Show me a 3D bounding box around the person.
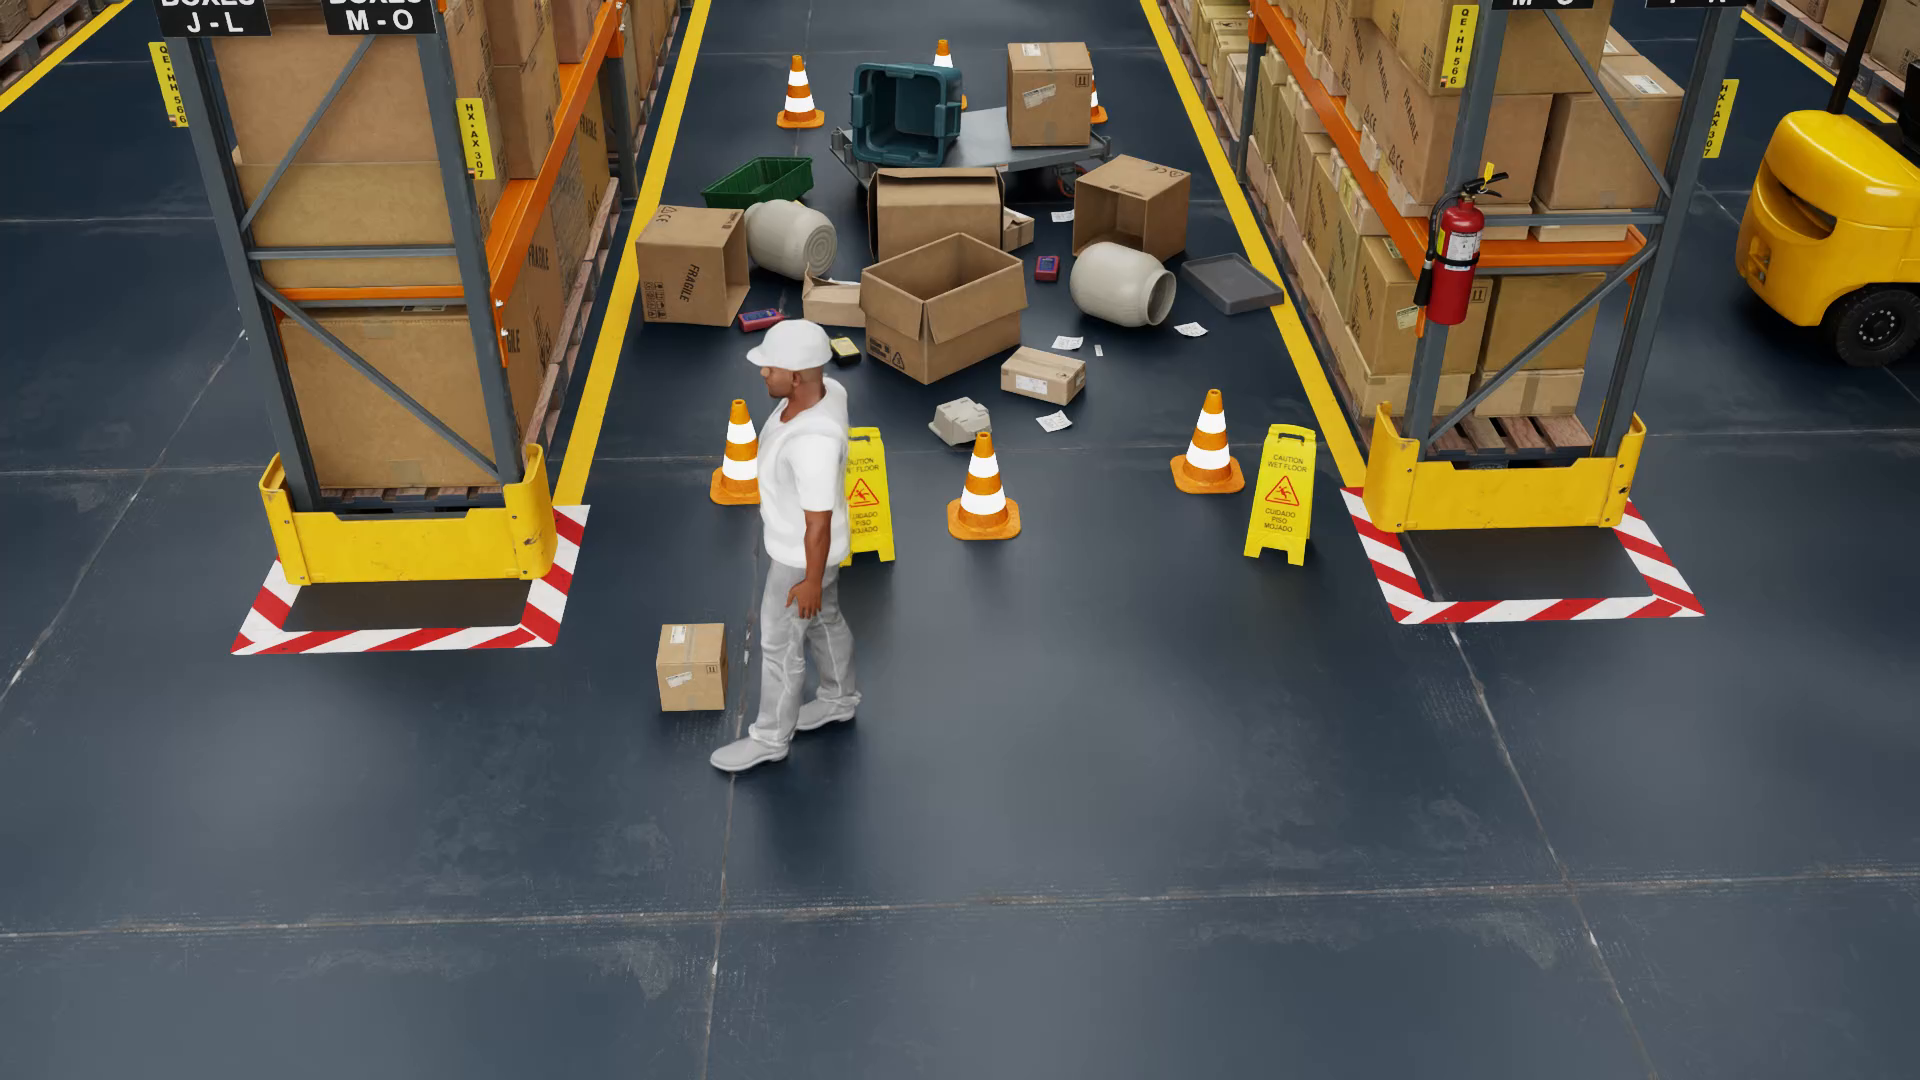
[{"bbox_3d":[-0.678,0.005,6.105,0.585,1.768,0.596,-1,35,-2],"label":"person"}]
